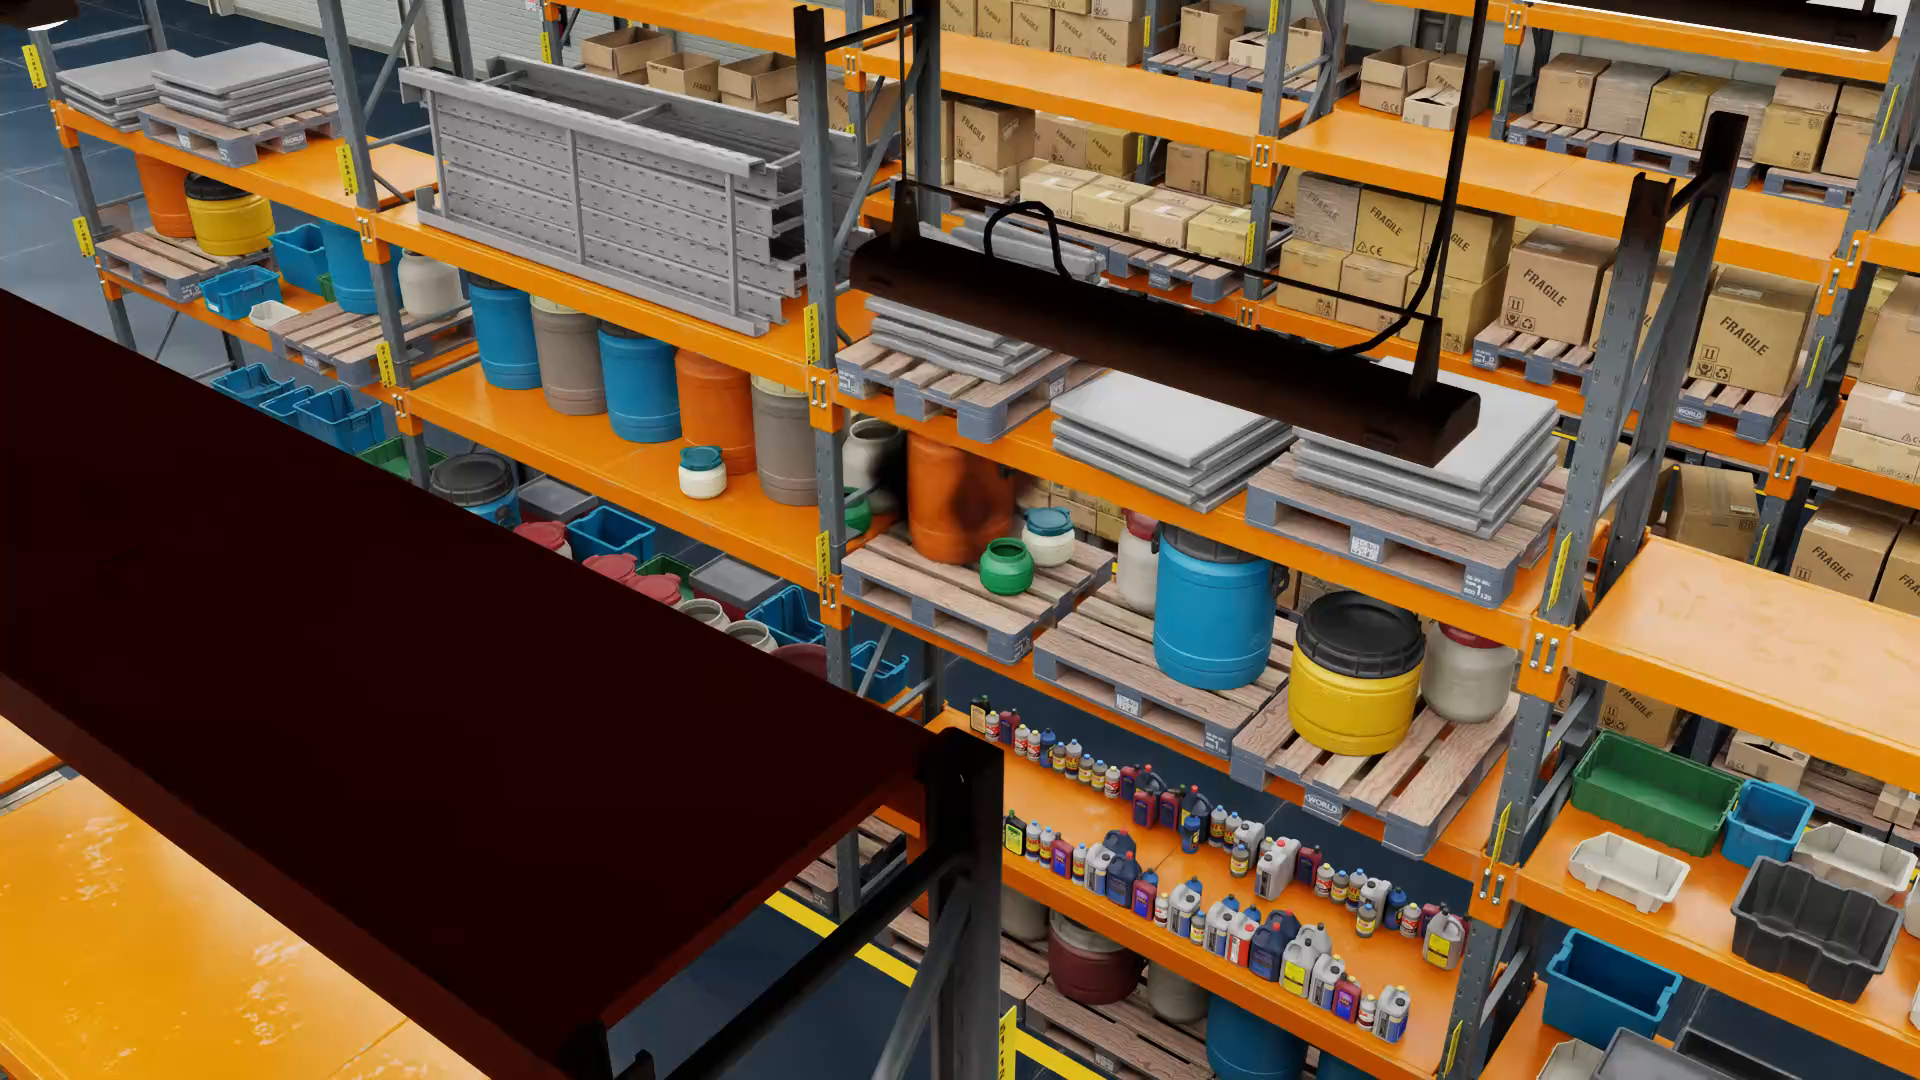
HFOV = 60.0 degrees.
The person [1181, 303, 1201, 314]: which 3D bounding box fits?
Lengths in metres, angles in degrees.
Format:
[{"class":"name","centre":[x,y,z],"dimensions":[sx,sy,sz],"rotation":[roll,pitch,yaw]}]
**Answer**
[{"class":"person","centre":[2.197,-1.547,16.128],"dimensions":[0.626,1.777,0.600],"rotation":[-12,33,-19]}]
